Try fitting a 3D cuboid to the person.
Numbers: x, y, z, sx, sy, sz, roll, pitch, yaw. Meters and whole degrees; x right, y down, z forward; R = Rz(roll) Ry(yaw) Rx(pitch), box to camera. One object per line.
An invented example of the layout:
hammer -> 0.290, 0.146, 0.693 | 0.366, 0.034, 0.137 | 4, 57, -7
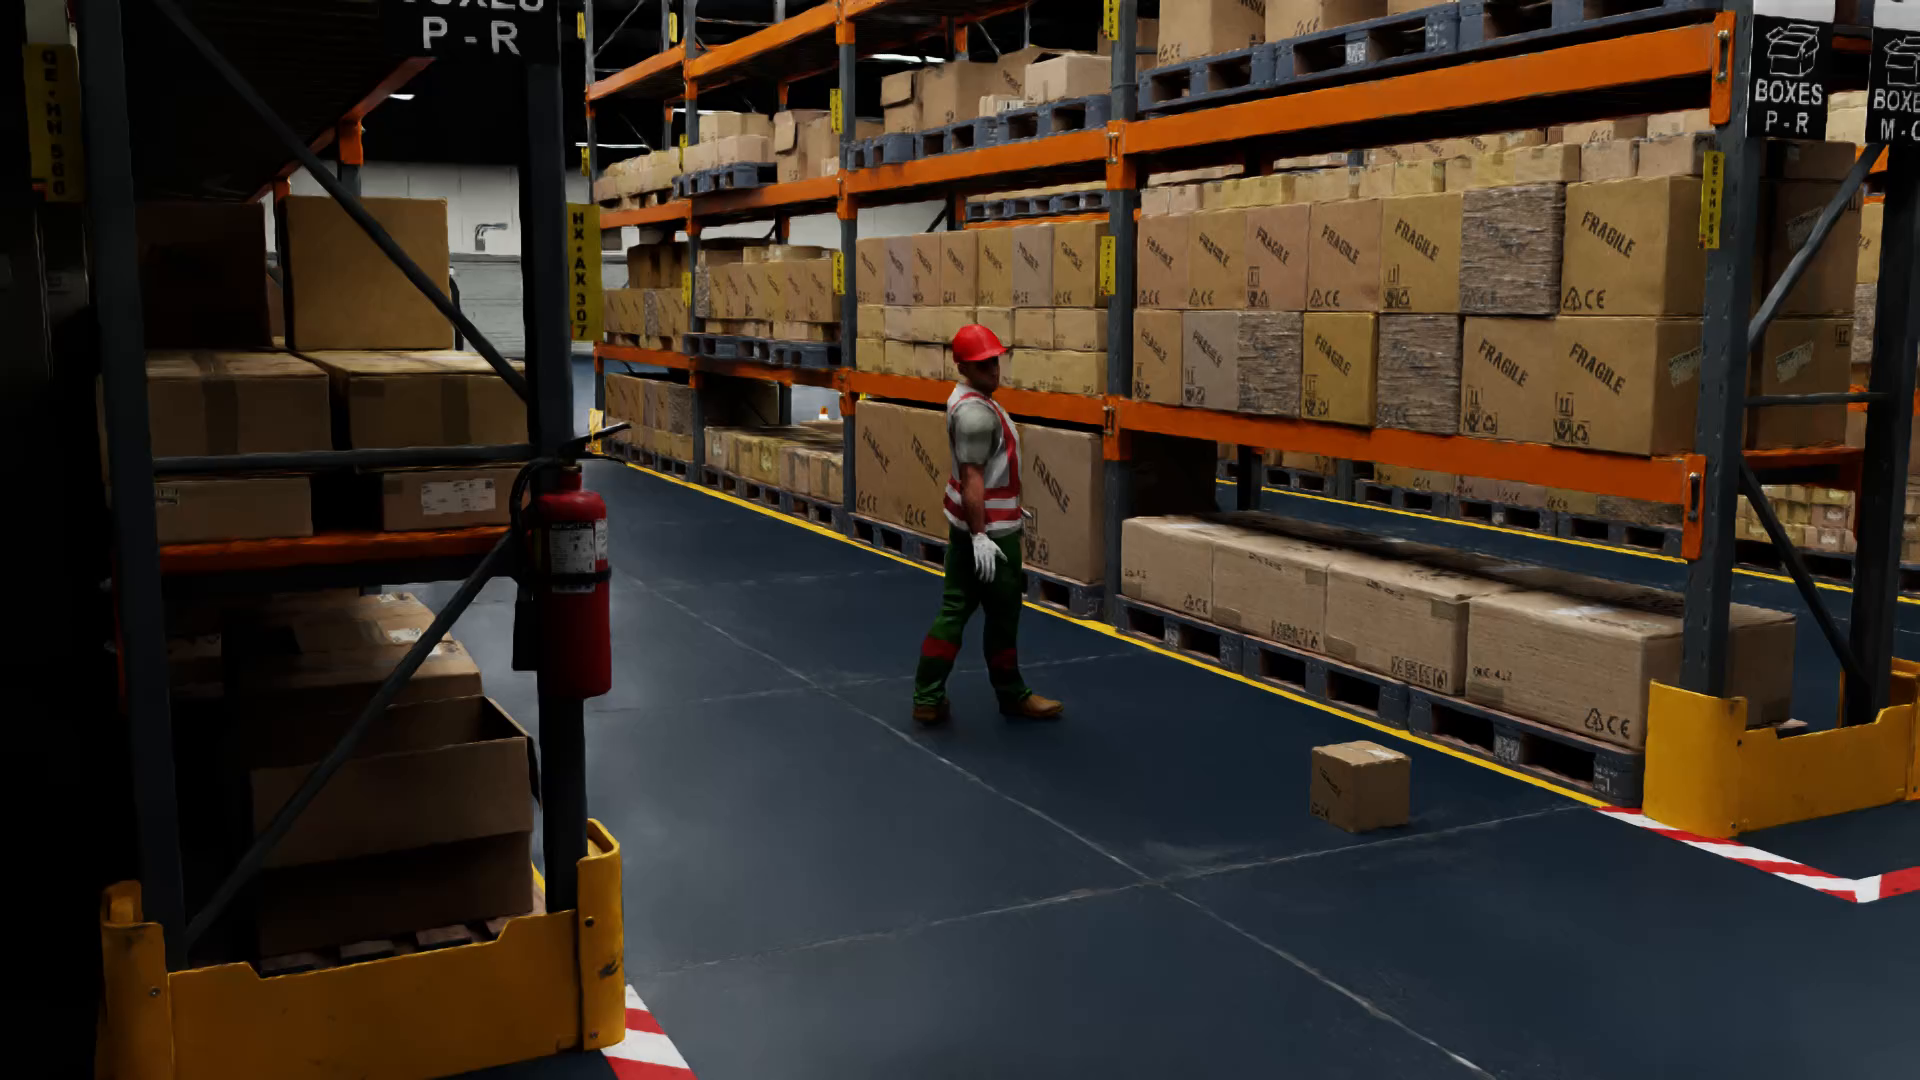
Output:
person -> 0.137, -0.058, 7.210 | 0.690, 1.752, 0.594 | -2, 9, -16
